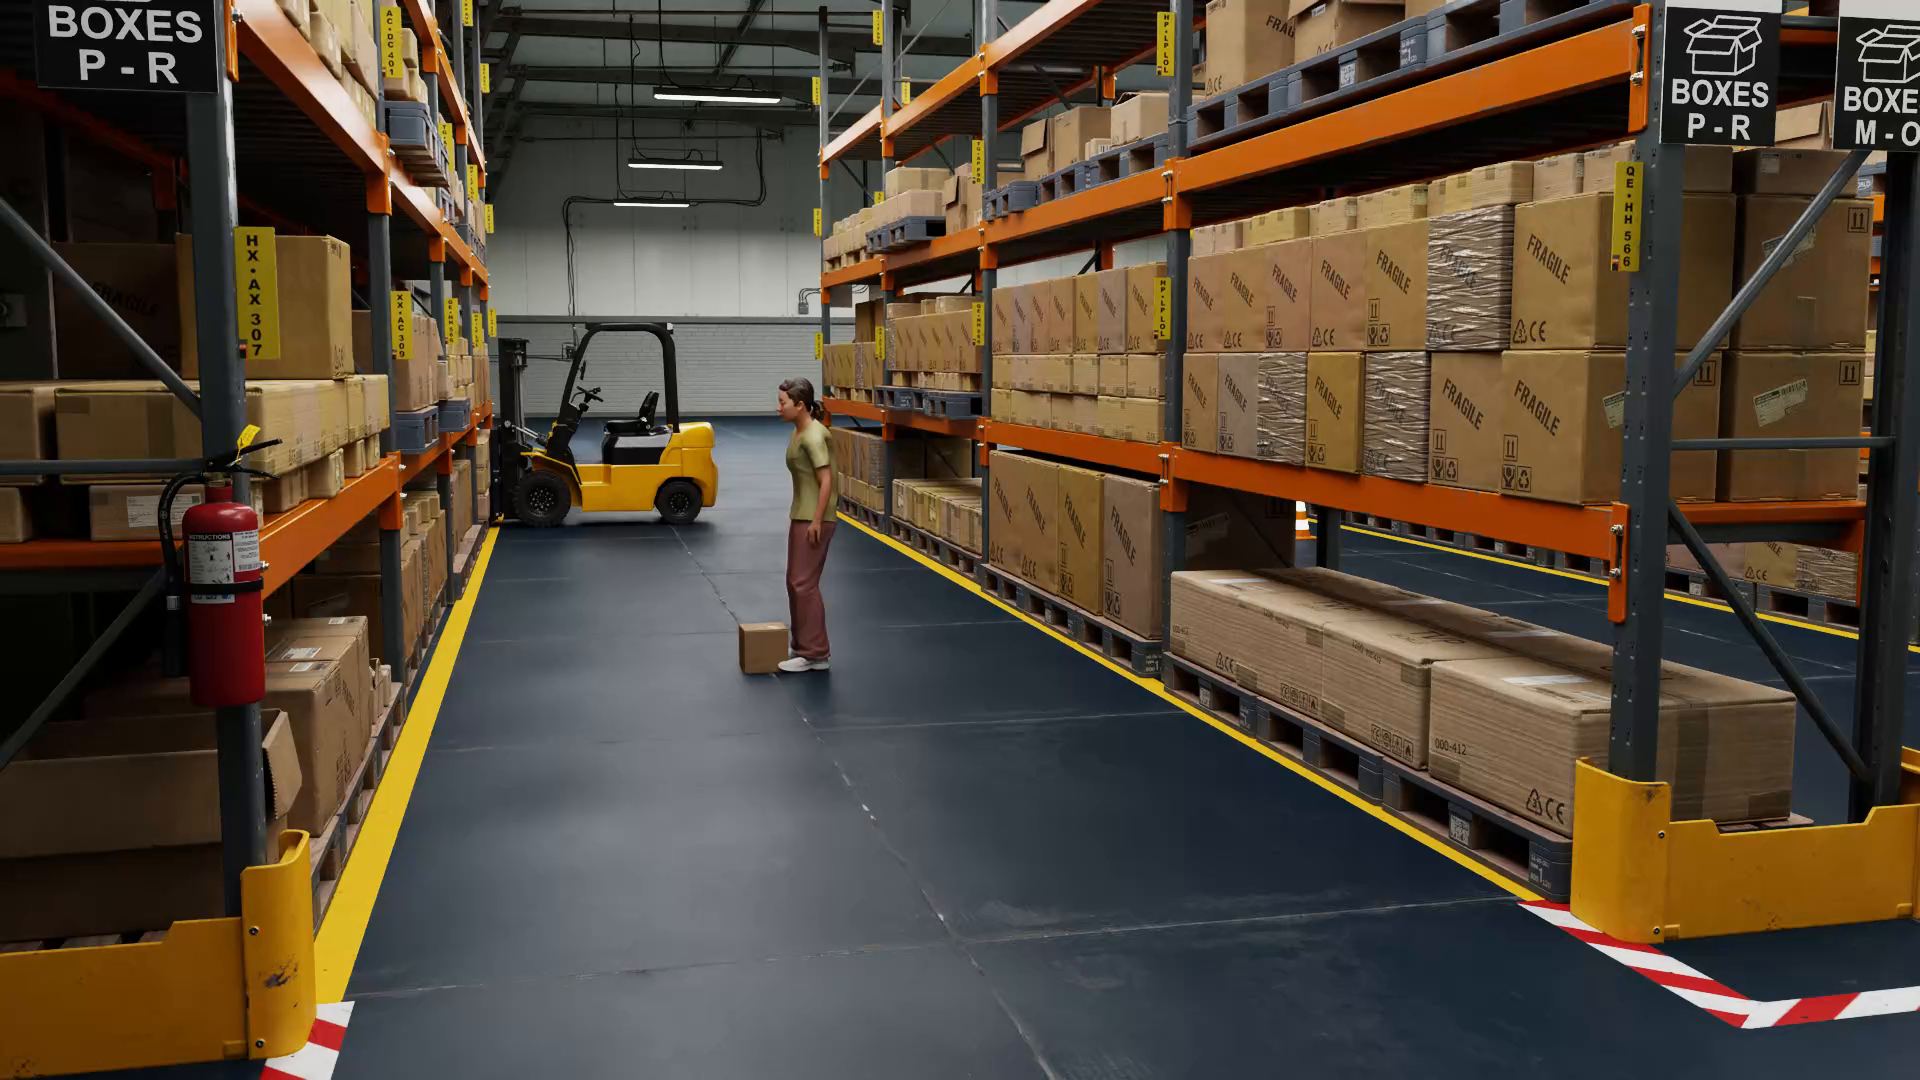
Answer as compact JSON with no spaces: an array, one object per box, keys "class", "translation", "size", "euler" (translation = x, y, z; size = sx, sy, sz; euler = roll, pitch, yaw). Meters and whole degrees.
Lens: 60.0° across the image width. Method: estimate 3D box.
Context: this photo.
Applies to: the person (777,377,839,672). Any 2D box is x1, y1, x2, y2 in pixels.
[{"class":"person","translation":[-0.892,-0.095,9.525],"size":[0.375,1.671,0.513],"euler":[-2,6,-17]}]
